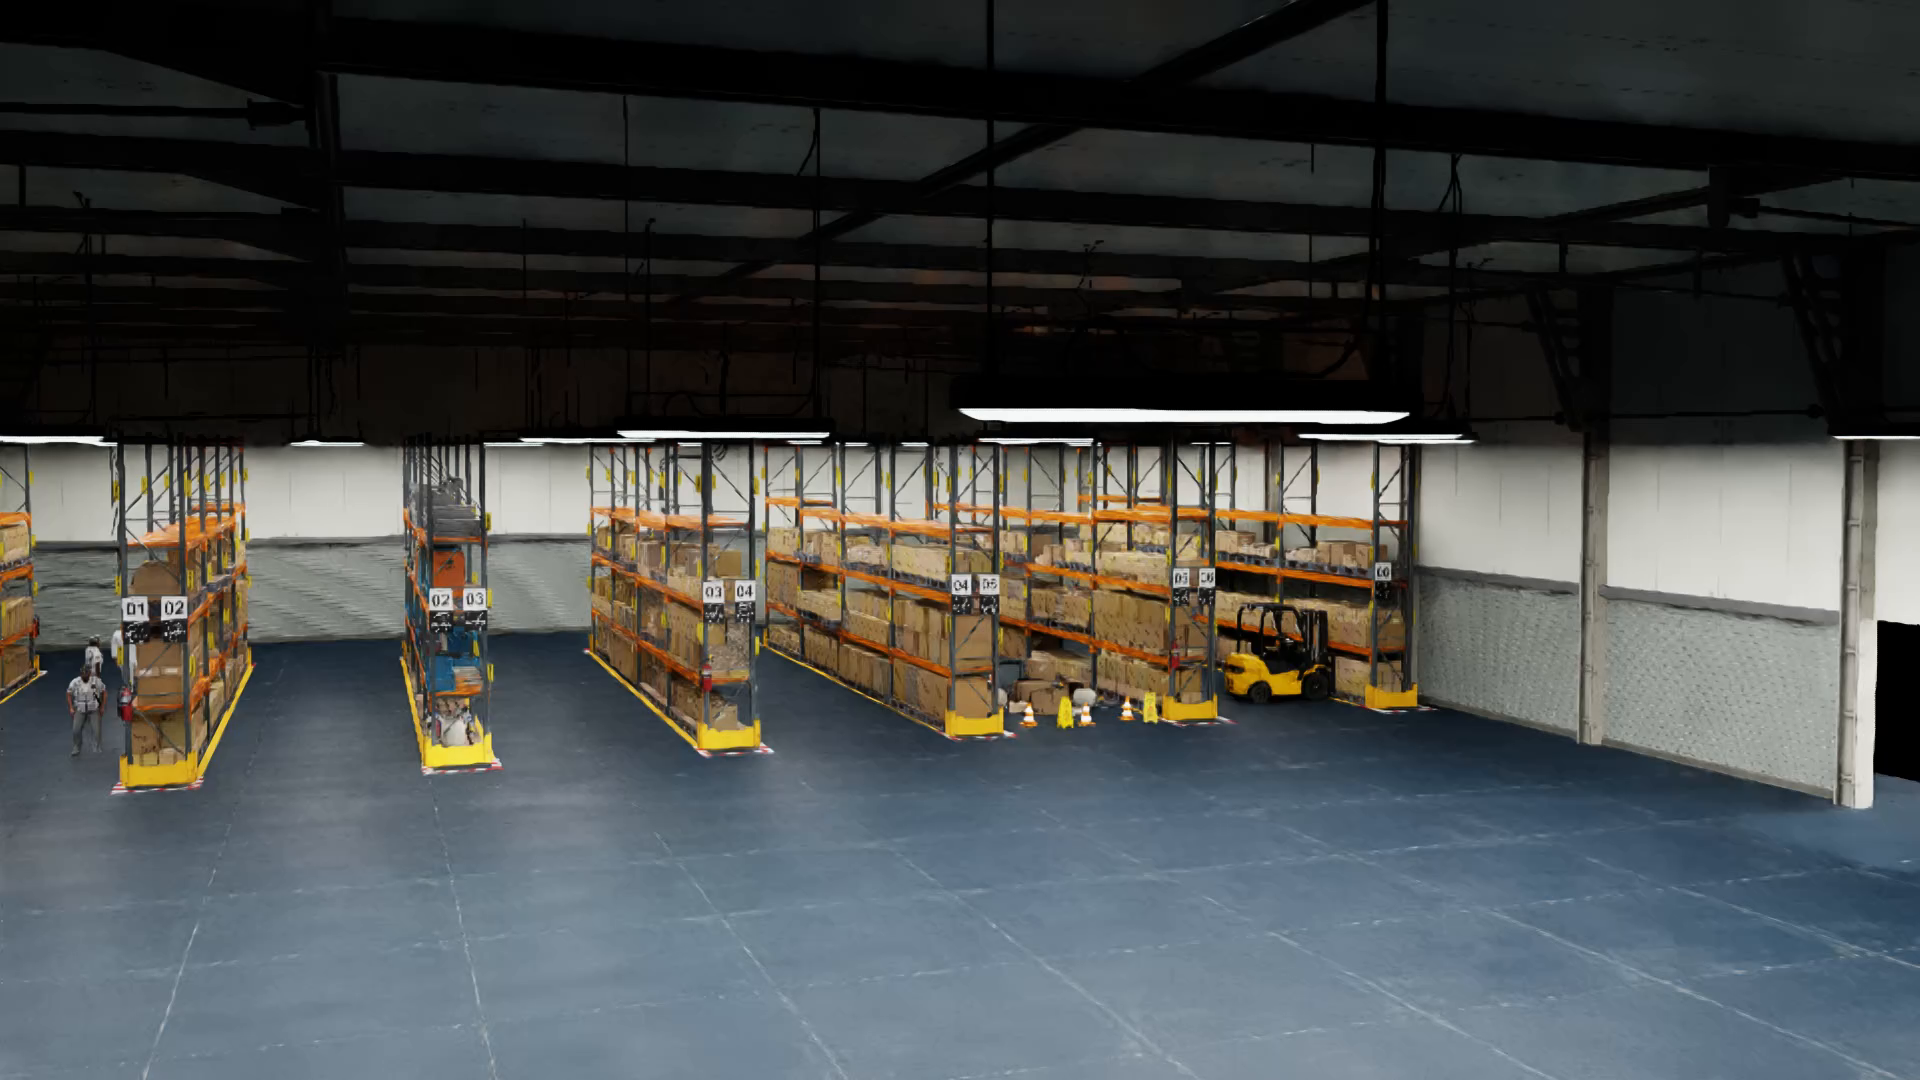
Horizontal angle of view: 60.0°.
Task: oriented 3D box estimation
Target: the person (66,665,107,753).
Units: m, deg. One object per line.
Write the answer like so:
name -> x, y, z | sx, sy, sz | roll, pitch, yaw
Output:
person -> -16.310, 3.151, 31.056 | 0.685, 1.709, 0.557 | -1, 3, -22

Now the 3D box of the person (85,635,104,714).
person -> -18.612, 2.886, 35.794 | 0.560, 1.684, 0.430 | 2, 4, 38

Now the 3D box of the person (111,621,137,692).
person -> -19.516, 2.705, 38.889 | 0.596, 1.702, 1.211 | -1, 3, -18
